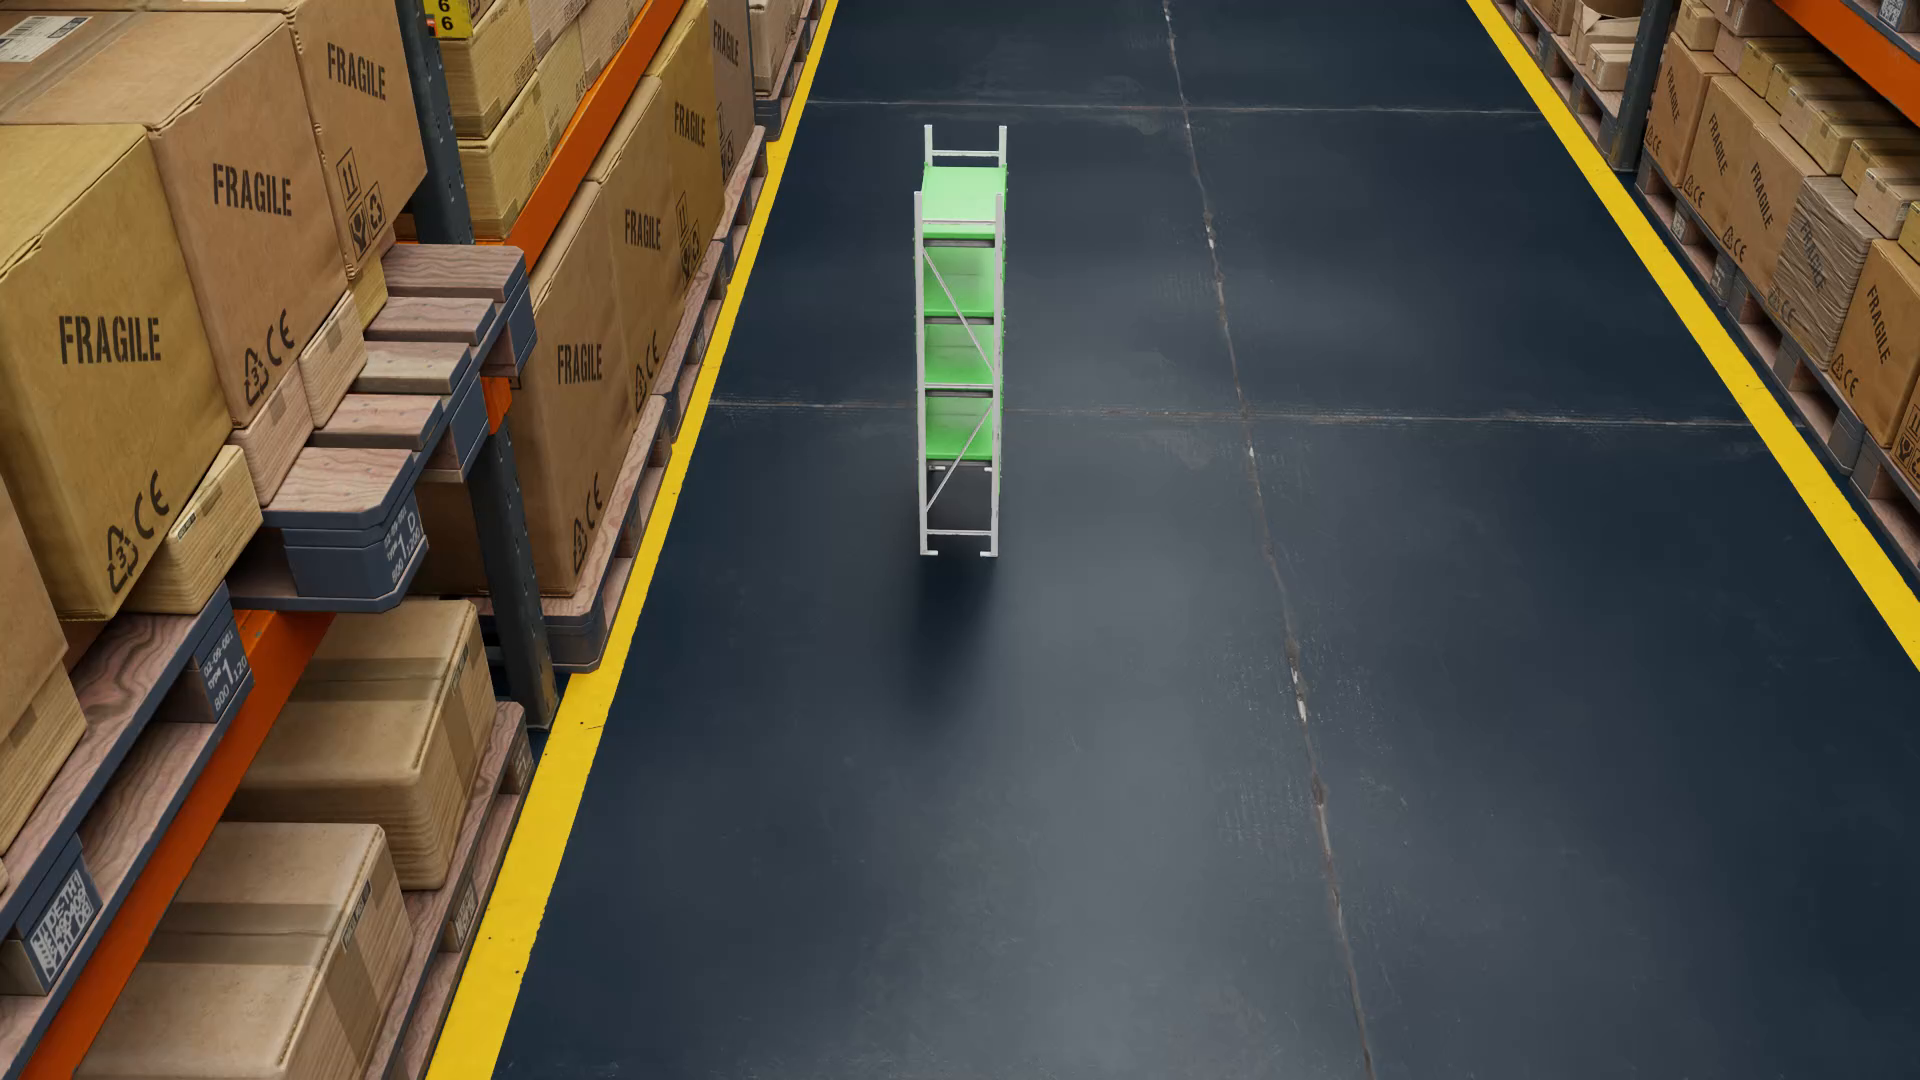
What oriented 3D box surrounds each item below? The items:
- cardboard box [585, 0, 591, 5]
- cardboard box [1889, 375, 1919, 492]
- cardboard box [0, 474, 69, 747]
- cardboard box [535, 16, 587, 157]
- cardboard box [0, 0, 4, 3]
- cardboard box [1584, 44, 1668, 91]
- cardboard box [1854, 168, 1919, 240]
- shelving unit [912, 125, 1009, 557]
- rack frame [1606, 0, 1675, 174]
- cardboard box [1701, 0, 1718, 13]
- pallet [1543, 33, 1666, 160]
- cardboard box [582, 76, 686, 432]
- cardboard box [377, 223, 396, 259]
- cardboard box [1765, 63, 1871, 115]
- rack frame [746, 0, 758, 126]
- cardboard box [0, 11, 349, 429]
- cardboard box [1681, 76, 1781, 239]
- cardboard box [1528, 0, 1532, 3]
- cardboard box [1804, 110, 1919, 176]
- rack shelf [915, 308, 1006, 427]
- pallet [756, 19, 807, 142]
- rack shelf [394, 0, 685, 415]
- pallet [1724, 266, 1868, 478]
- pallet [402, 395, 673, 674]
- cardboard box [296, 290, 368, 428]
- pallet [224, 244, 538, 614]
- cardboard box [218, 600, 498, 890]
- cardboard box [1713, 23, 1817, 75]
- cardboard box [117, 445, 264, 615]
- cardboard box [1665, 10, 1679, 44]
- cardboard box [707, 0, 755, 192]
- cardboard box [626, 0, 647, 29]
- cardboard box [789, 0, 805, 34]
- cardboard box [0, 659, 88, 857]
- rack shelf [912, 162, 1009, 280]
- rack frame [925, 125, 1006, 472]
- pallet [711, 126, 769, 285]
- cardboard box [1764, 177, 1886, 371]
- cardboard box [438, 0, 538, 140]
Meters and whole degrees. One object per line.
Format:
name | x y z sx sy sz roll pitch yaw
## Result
cardboard box | -1.290 -1.765 4.848 0.500 0.250 0.500 1 35 2
cardboard box | 3.181 -0.325 4.912 0.500 0.500 0.500 1 35 1
cardboard box | -1.404 0.081 1.815 0.500 0.500 0.500 0 35 0
cardboard box | -1.337 -1.263 4.568 0.500 0.250 0.500 0 35 1
cardboard box | -1.861 -0.834 3.118 0.500 0.500 0.500 0 35 1
cardboard box | 3.238 -2.271 7.987 0.380 0.149 0.250 0 35 0
cardboard box | 3.197 -1.106 5.459 0.380 0.149 0.250 0 35 0
shelving unit | 0.007 -0.586 5.040 0.258 1.200 0.503 1 35 2
rack frame | 3.509 -2.939 6.823 1.000 3.000 0.127 1 35 2
cardboard box | 3.290 -2.274 6.862 0.380 0.149 0.250 1 35 1
pallet | 3.538 -2.192 8.186 1.003 0.211 1.213 1 35 2
cardboard box | -1.460 -0.963 5.494 0.875 0.875 0.875 2 35 2
cardboard box | -1.389 -0.628 3.389 0.380 0.149 0.250 3 35 4
cardboard box | 3.299 -1.687 6.286 0.380 0.149 0.250 1 35 1
rack frame | -1.451 -3.051 6.983 1.000 3.000 0.127 1 35 2
cardboard box | -1.362 -0.523 2.674 0.500 0.500 0.500 1 35 1
cardboard box | 3.253 -1.509 6.597 0.500 0.500 0.500 1 35 1
cardboard box | 3.356 -3.245 9.067 0.500 0.500 0.500 2 35 3
cardboard box | 3.239 -1.402 5.880 0.380 0.149 0.250 3 35 4
rack shelf | 0.007 -0.534 5.077 0.258 0.148 0.480 1 35 2
pallet | -1.342 -2.345 8.404 1.003 0.211 1.213 1 35 2
rack shelf | -1.531 -1.608 5.555 1.077 0.370 4.000 1 35 2
pallet | 3.468 -0.627 5.958 1.003 0.211 1.213 1 35 2
pallet | -1.504 -0.063 5.157 1.003 0.211 1.213 1 35 2
cardboard box | -1.293 -0.327 2.960 0.380 0.149 0.250 1 35 1
pallet | -1.533 -0.263 3.182 1.213 0.211 1.003 1 35 2
cardboard box | -1.644 0.475 3.886 0.950 0.372 0.625 -1 35 -1
cardboard box | 3.295 -1.992 6.721 0.380 0.149 0.250 0 35 1
cardboard box | -1.308 -0.024 2.529 0.380 0.149 0.250 2 35 3
cardboard box | 3.789 -2.567 8.409 0.380 0.149 0.250 1 35 1
cardboard box | -1.396 -1.996 6.964 0.875 0.875 0.875 2 35 3
cardboard box | -1.294 -1.847 5.400 0.500 0.250 0.500 1 35 2
cardboard box | -1.283 -3.047 8.840 0.875 0.438 0.875 0 35 0
cardboard box | -1.372 0.264 2.119 0.380 0.149 0.250 0 35 0
rack shelf | 0.007 -0.926 4.801 0.258 0.148 0.480 1 35 2
rack frame | 0.016 -0.726 5.240 0.240 1.200 0.015 1 35 2
pallet | -1.406 -1.465 7.151 1.003 0.211 1.213 1 35 2
cardboard box | 3.202 -0.925 5.765 0.500 0.500 0.500 0 35 0
cardboard box | -1.344 -1.182 4.018 0.500 0.250 0.500 1 35 2
